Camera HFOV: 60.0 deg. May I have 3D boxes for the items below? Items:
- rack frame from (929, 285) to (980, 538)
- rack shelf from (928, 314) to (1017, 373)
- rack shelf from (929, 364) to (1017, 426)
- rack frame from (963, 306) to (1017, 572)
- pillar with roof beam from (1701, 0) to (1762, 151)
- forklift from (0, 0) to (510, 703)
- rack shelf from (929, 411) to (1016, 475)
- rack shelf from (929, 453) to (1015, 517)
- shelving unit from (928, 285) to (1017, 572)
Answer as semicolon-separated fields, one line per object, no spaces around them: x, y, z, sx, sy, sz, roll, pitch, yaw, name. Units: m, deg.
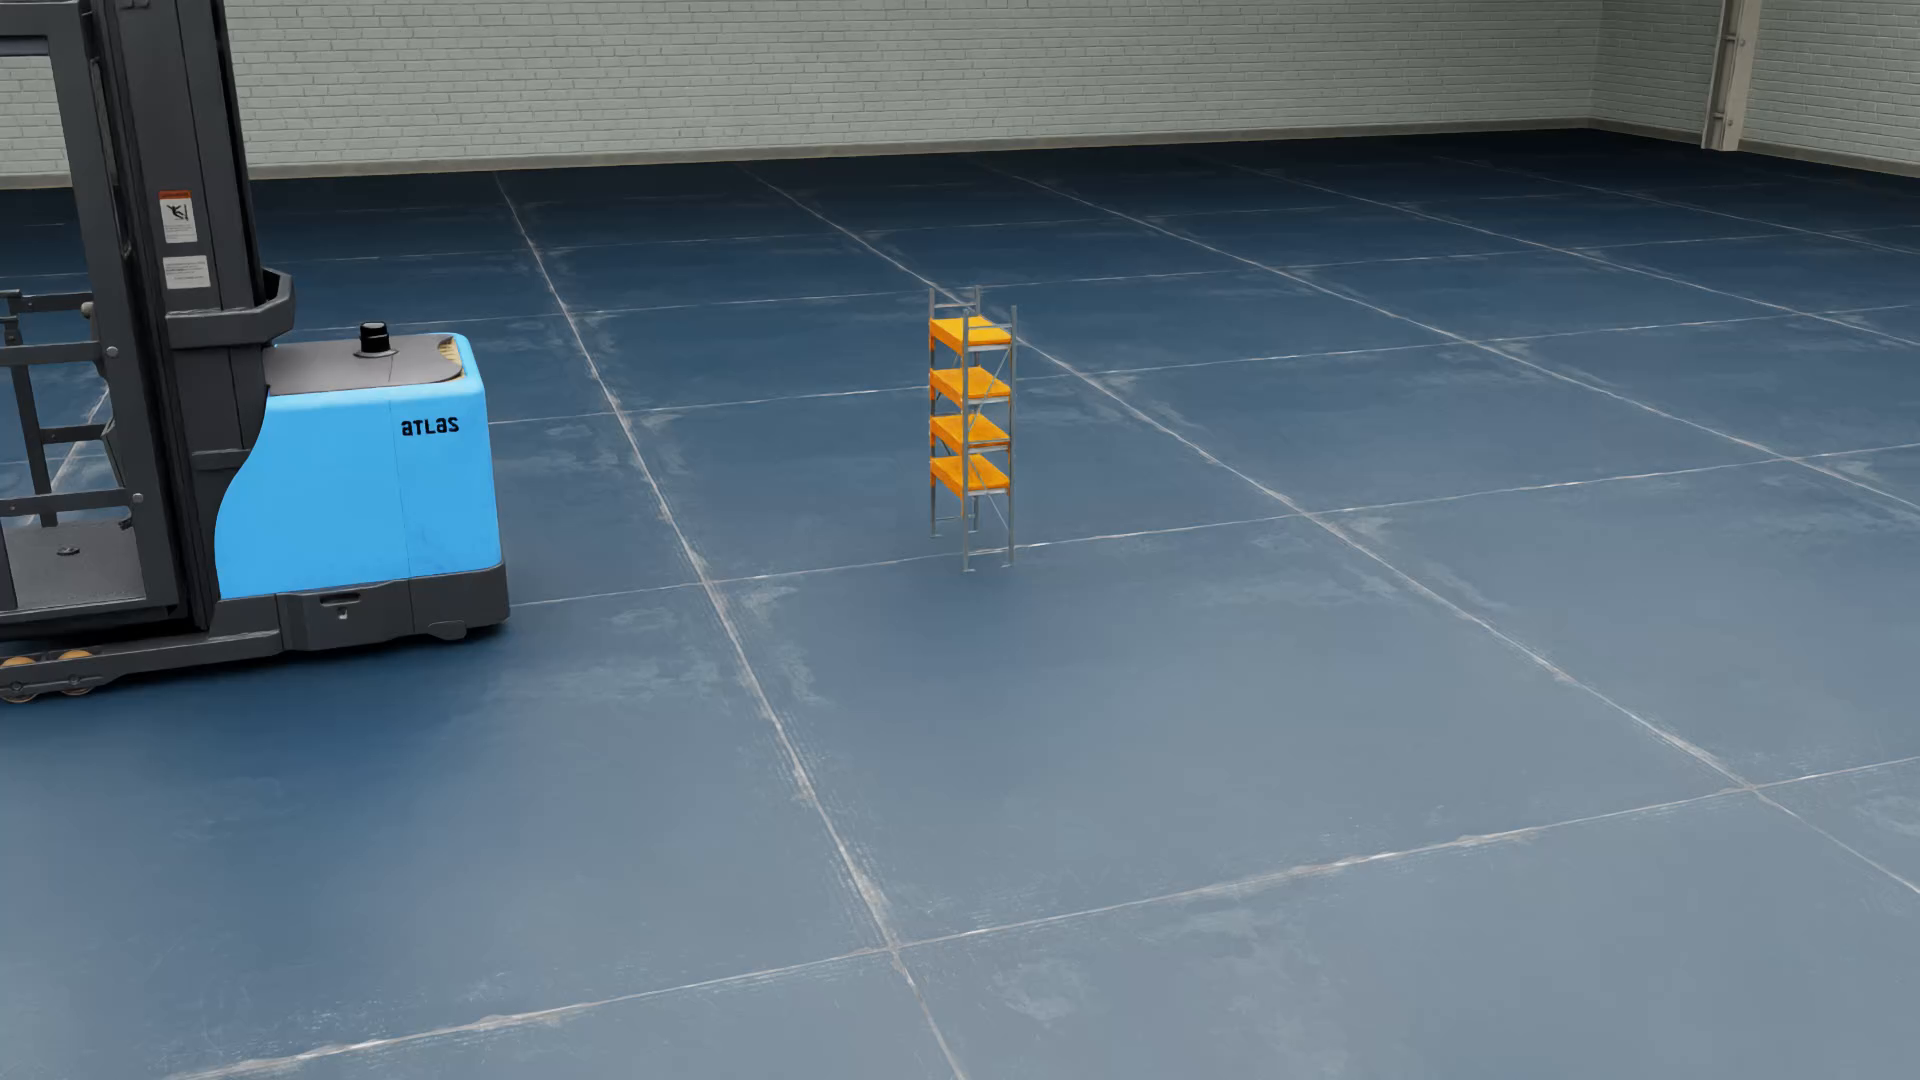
-0.025;-0.590;7.784;0.240;1.200;0.015;-6;21;-17;rack frame
0.052;-0.881;7.433;0.258;0.148;0.480;-6;21;-17;rack shelf
0.052;-0.659;7.513;0.258;0.148;0.480;-6;21;-17;rack shelf
0.129;-0.433;7.348;0.240;1.200;0.015;-6;21;-17;rack frame
6.372;-9.157;20.099;9.100;9.000;0.400;-6;21;-17;pillar with roof beam
-3.424;-0.971;6.285;3.031;2.935;1.130;-7;21;-18;forklift
0.052;-0.448;7.589;0.258;0.148;0.480;-6;21;-17;rack shelf
0.052;-0.261;7.656;0.258;0.148;0.480;-6;21;-17;rack shelf
0.052;-0.512;7.566;0.258;1.200;0.503;-6;21;-17;shelving unit
